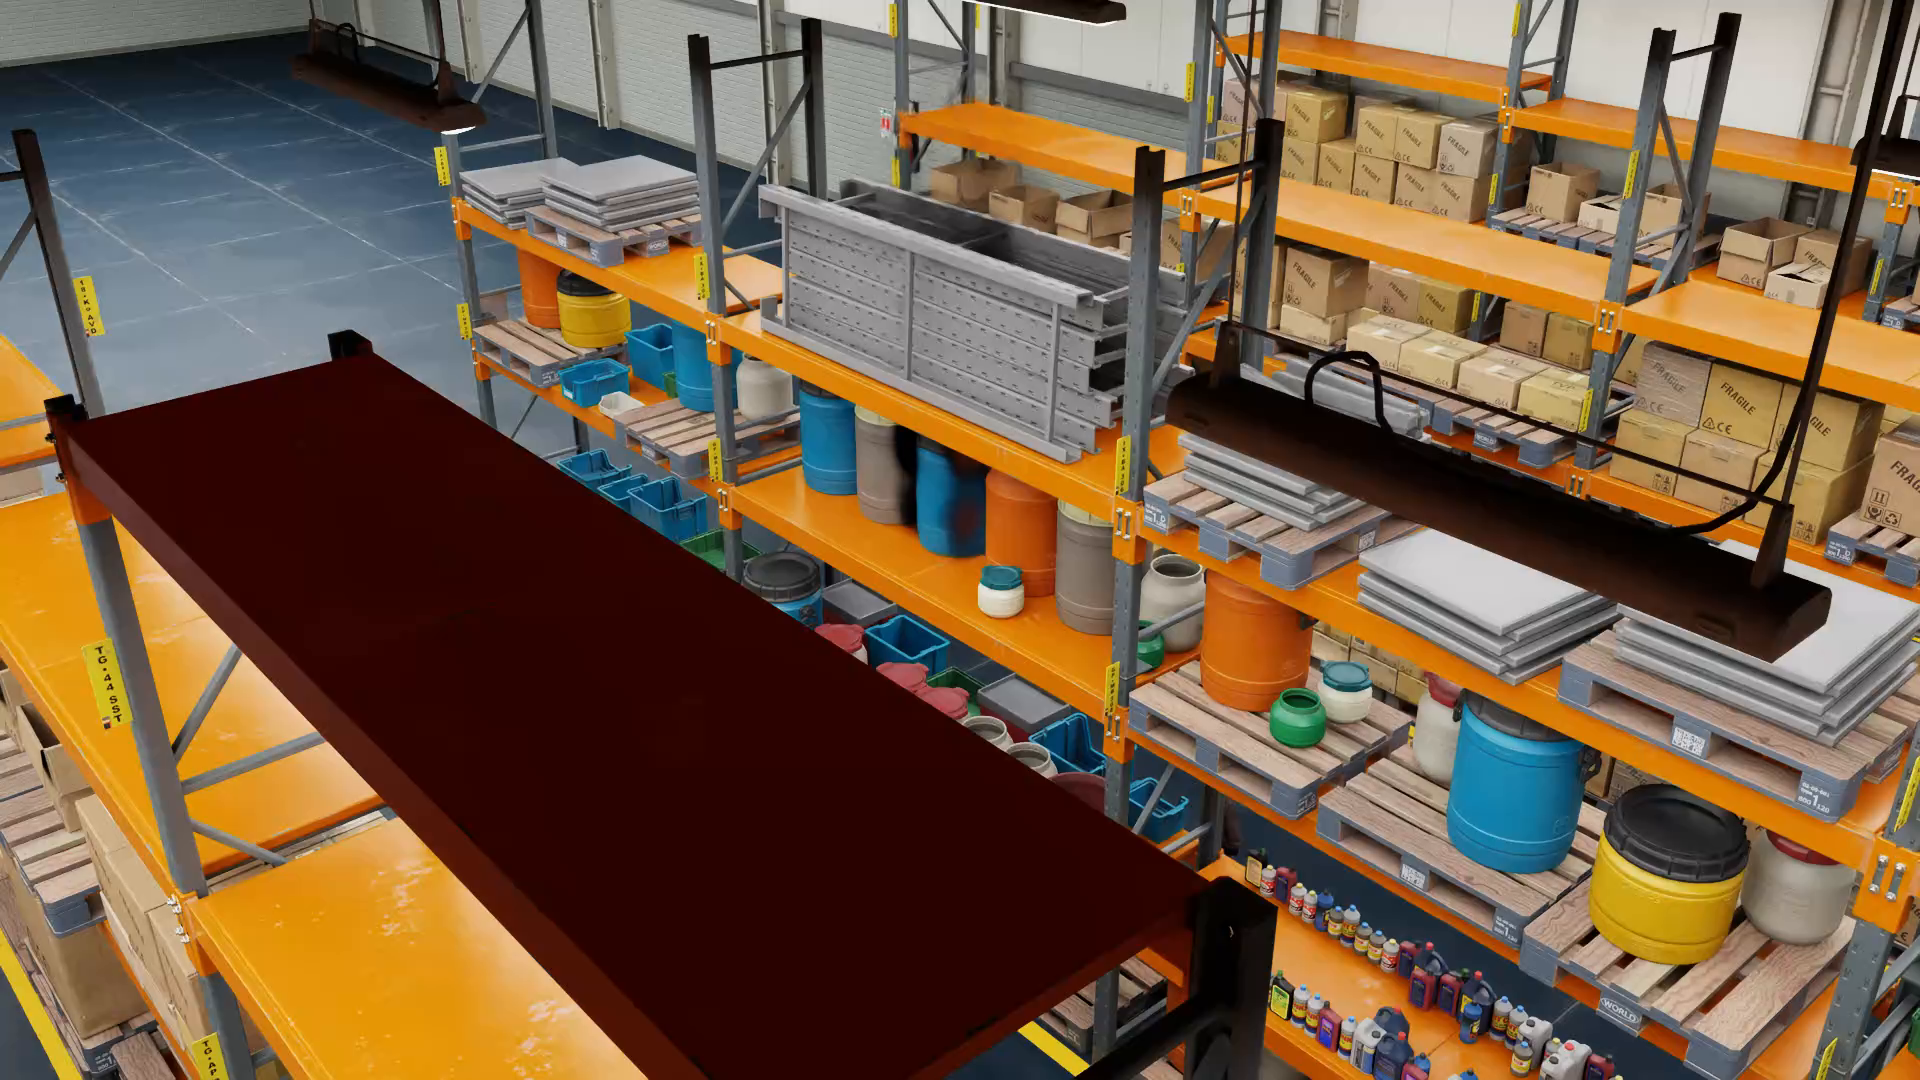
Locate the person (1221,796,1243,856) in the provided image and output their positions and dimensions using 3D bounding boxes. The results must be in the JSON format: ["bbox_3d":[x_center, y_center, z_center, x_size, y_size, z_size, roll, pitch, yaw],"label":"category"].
[{"bbox_3d":[1.873,1.509,12.143,0.636,1.833,0.695,-21,34,-35],"label":"person"}]
